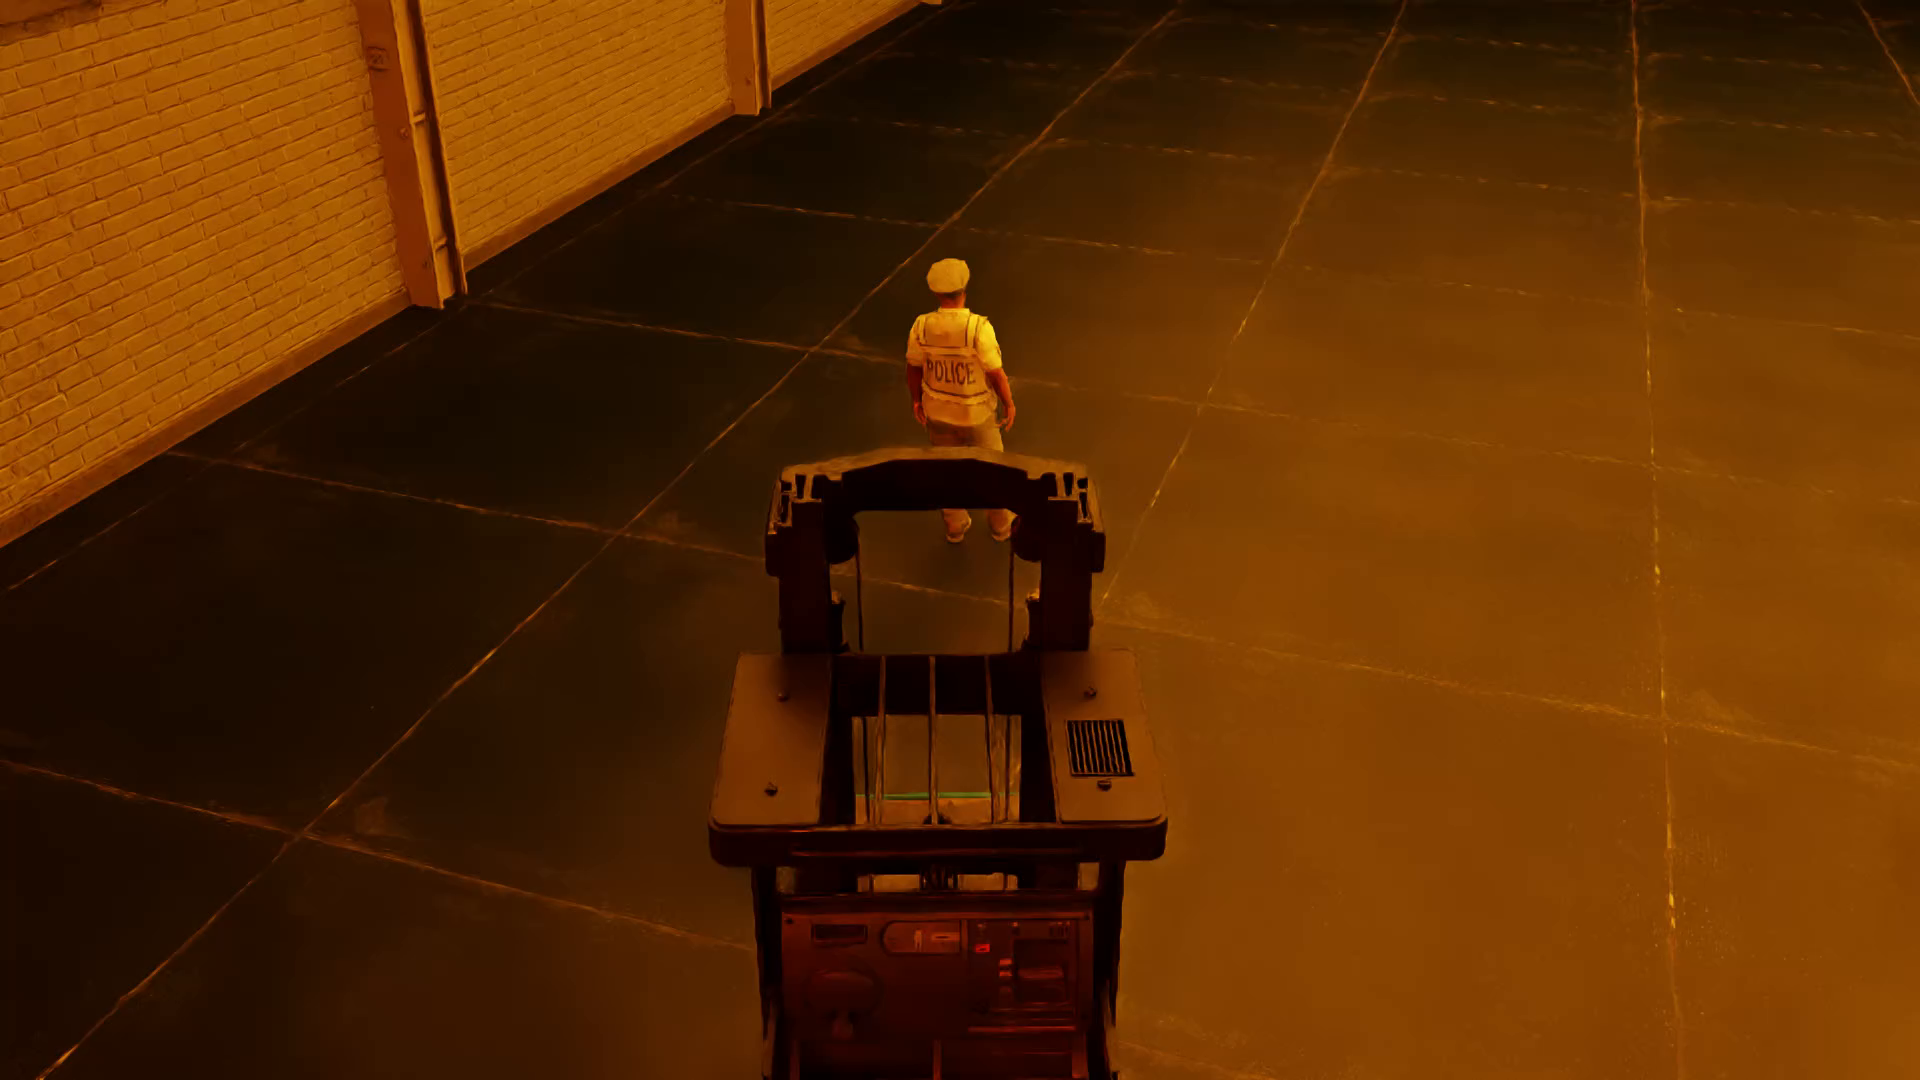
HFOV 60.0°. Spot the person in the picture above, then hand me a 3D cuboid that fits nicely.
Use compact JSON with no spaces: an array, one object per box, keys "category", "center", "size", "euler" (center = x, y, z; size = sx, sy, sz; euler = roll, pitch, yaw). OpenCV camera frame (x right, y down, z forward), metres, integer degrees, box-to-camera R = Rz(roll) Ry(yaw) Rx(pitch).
[{"category":"person","center":[0.036,-0.815,9.712],"size":[0.640,1.778,0.574],"euler":[10,31,16]}]

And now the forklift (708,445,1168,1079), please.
[{"category":"forklift","center":[-0.059,1.337,4.792],"size":[1.130,2.935,3.031],"euler":[-1,30,-1]}]
